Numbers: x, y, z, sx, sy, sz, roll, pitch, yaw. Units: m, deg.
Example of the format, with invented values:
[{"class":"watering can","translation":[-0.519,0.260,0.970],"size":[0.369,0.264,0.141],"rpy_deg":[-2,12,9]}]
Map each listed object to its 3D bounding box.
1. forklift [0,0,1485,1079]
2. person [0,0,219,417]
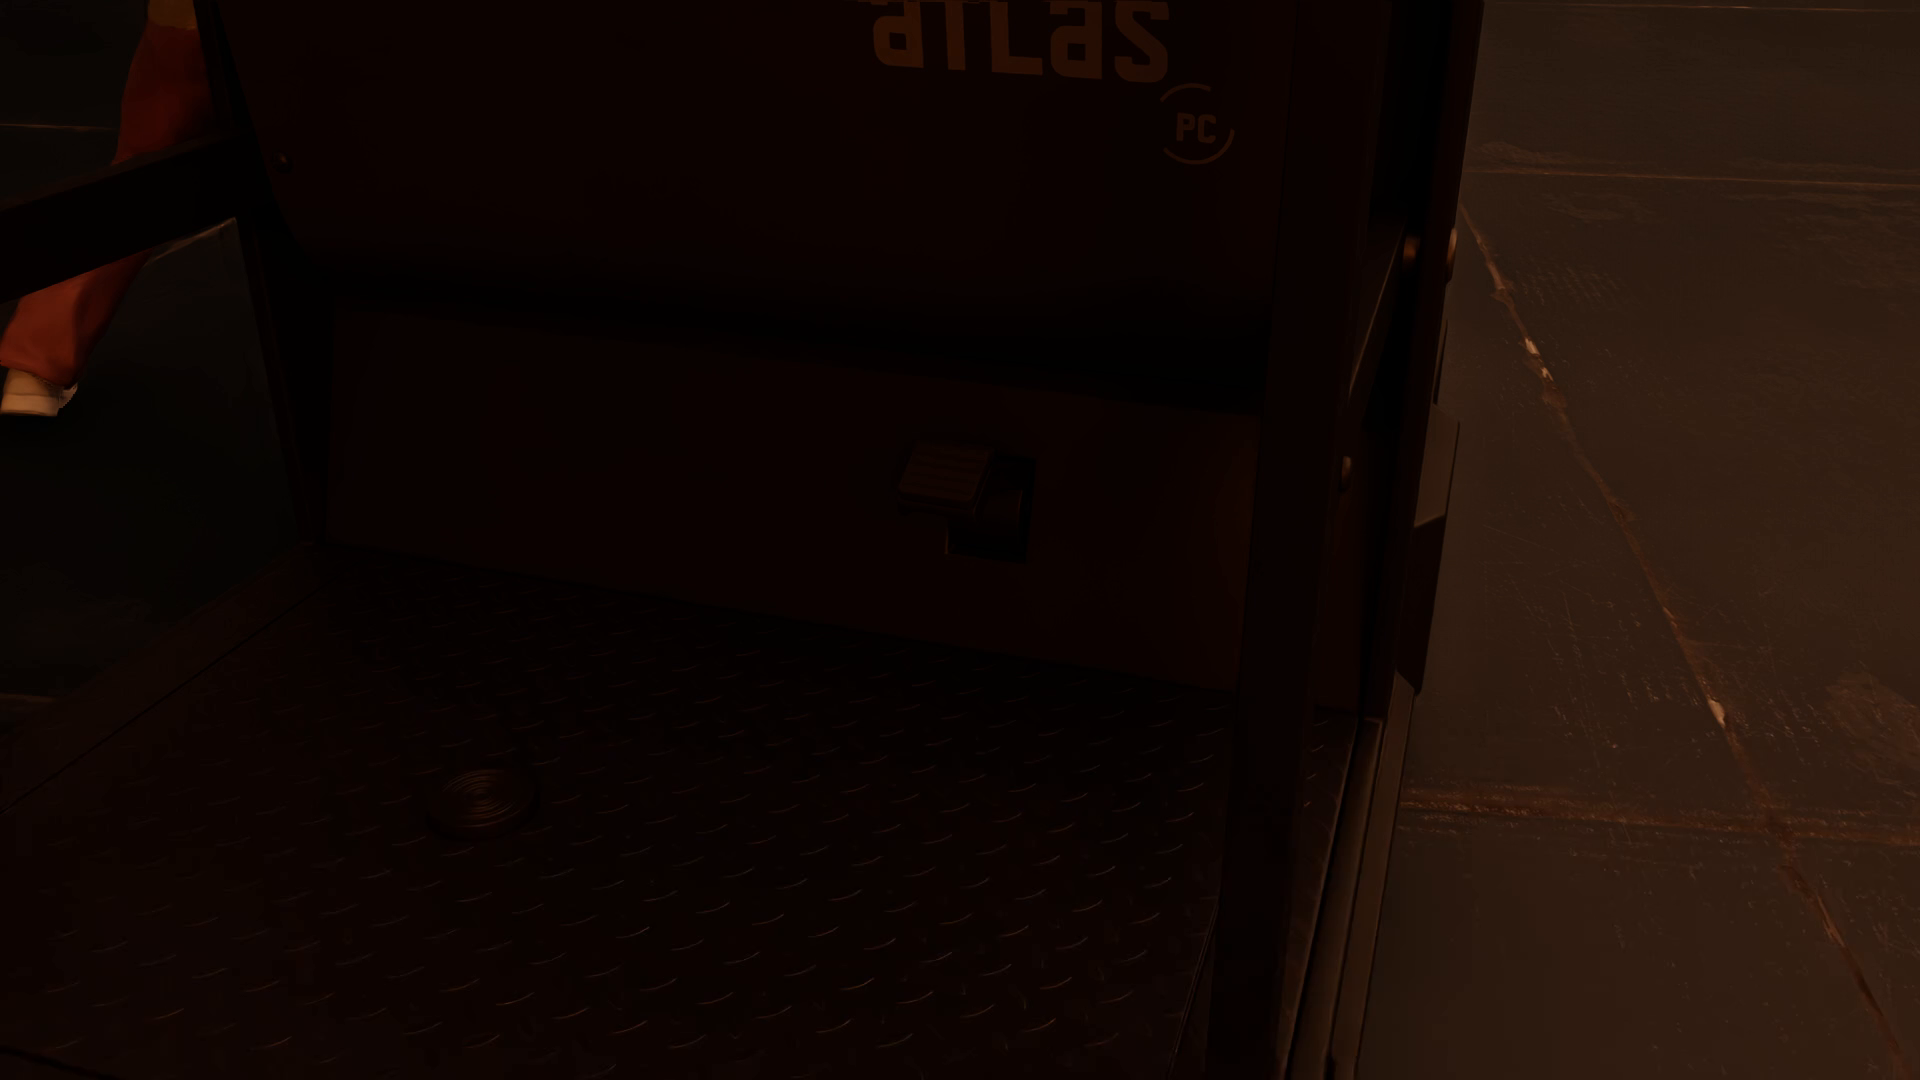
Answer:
[{"class":"forklift","translation":[-0.221,-0.828,0.876],"size":[1.130,2.935,3.031],"rpy_deg":[8,28,16]},{"class":"person","translation":[-1.139,-0.962,2.790],"size":[0.982,1.516,0.961],"rpy_deg":[11,29,21]}]
